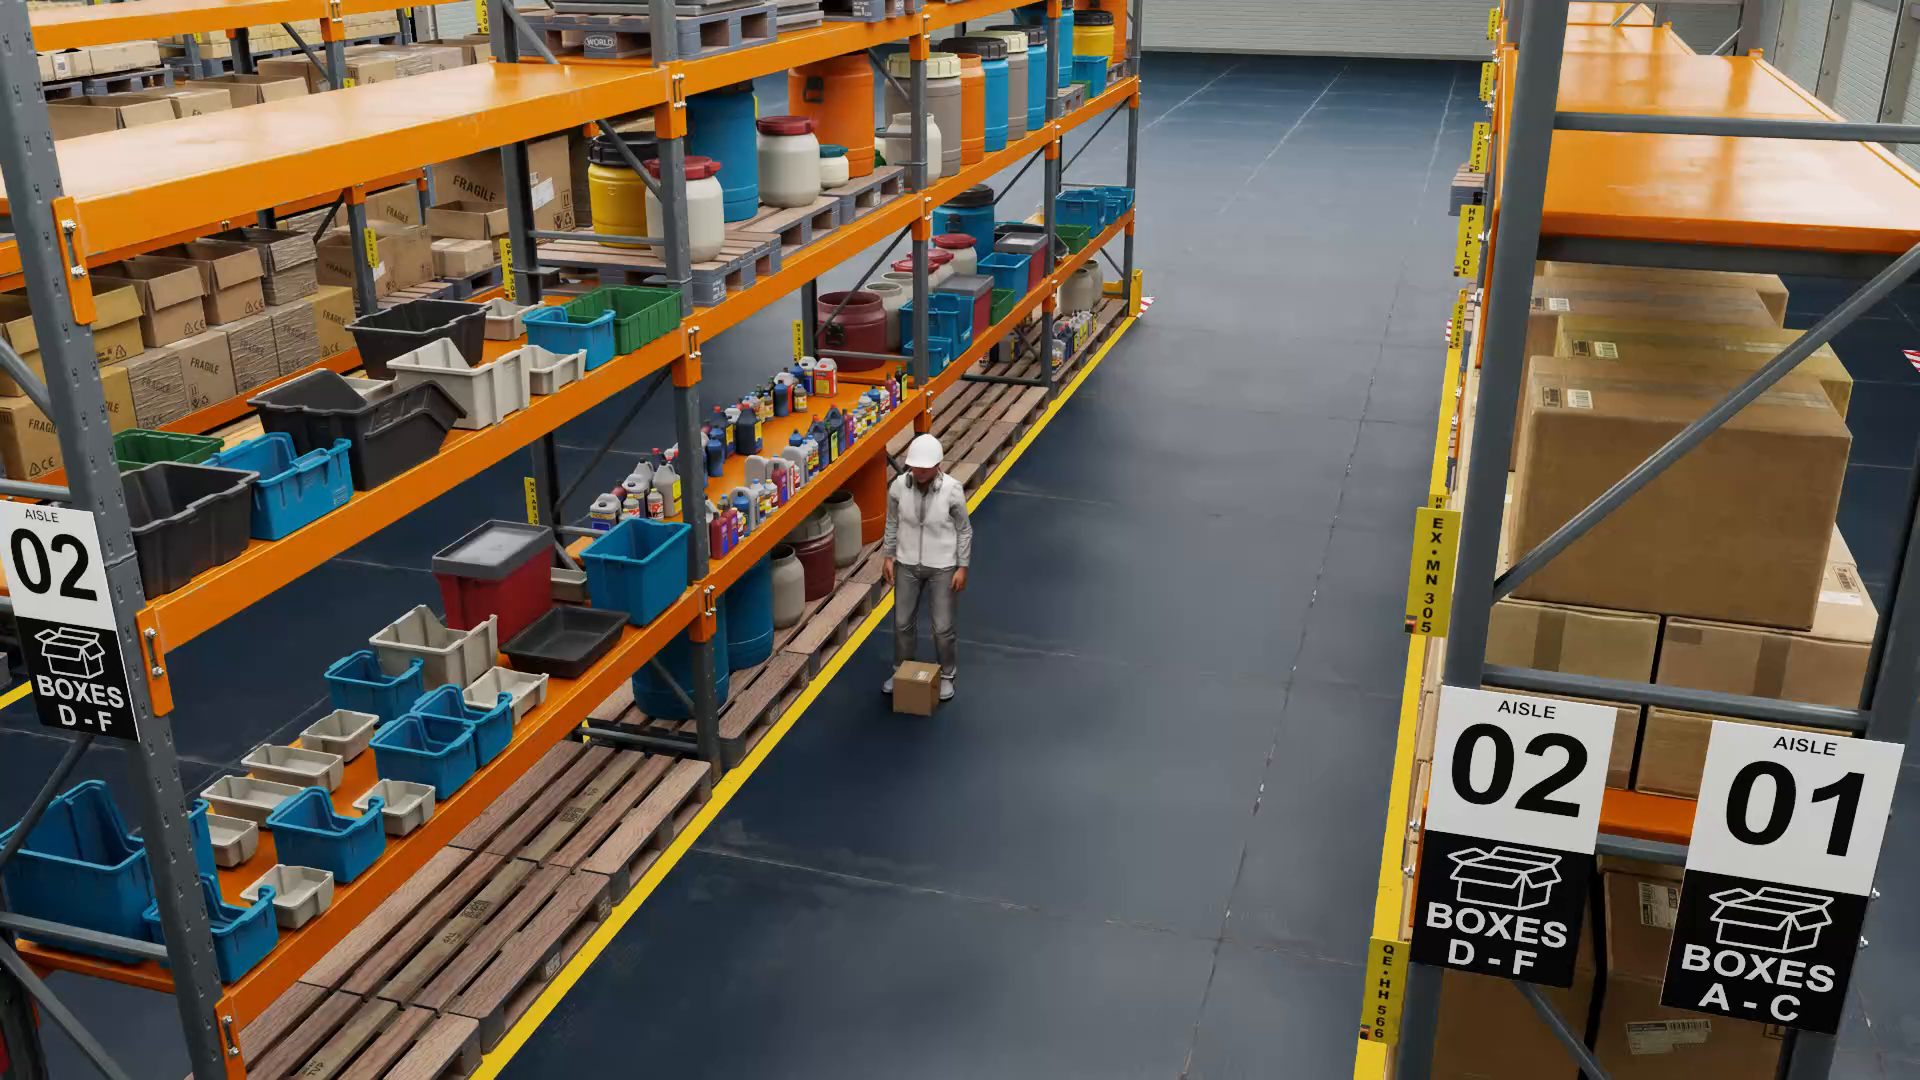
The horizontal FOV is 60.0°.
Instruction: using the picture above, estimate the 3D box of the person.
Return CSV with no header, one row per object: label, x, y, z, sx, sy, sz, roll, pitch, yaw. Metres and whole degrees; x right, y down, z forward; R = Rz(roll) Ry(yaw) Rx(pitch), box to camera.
person,-0.215,0.155,10.664,0.581,1.772,0.460,7,23,16
